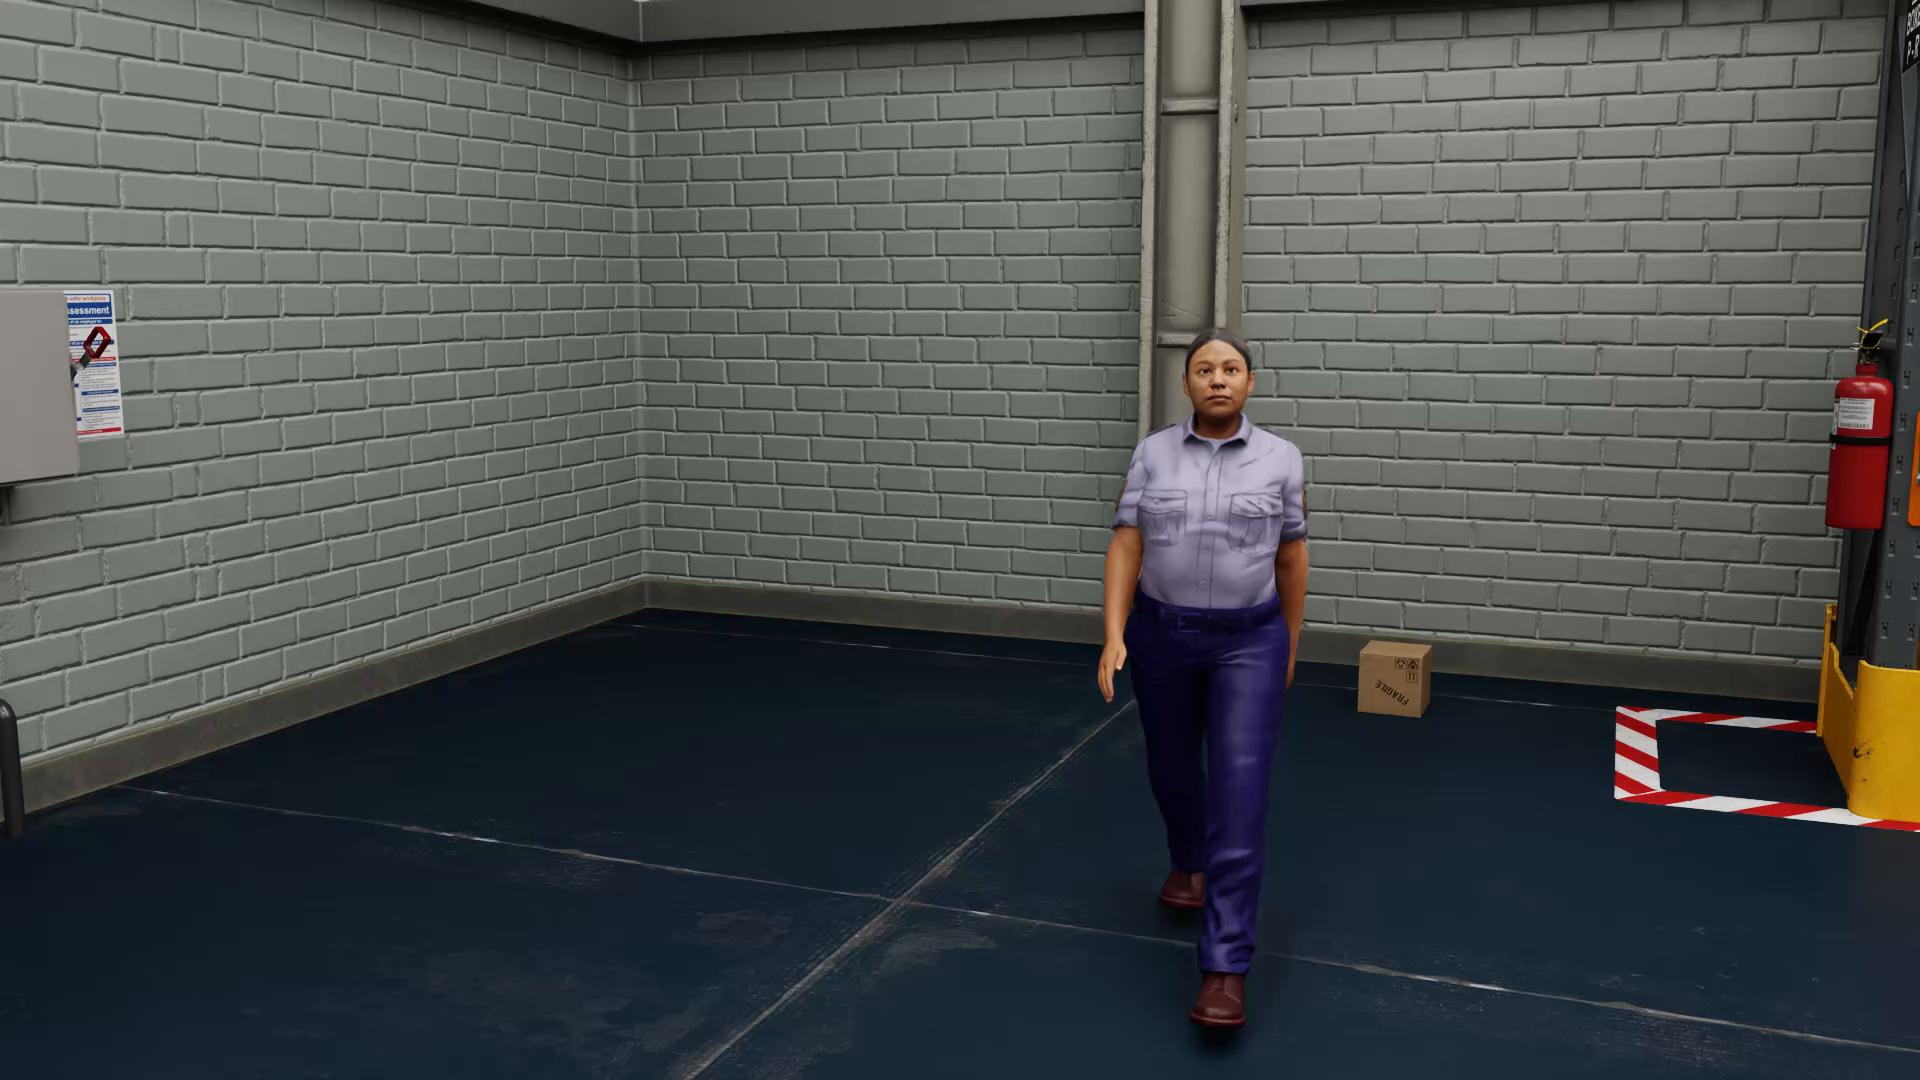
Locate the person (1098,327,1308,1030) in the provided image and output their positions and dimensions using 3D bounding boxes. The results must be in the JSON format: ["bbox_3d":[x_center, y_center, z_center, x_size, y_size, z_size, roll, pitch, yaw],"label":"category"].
[{"bbox_3d":[0.592,0.275,4.112,0.478,1.588,0.996,3,9,18],"label":"person"}]
